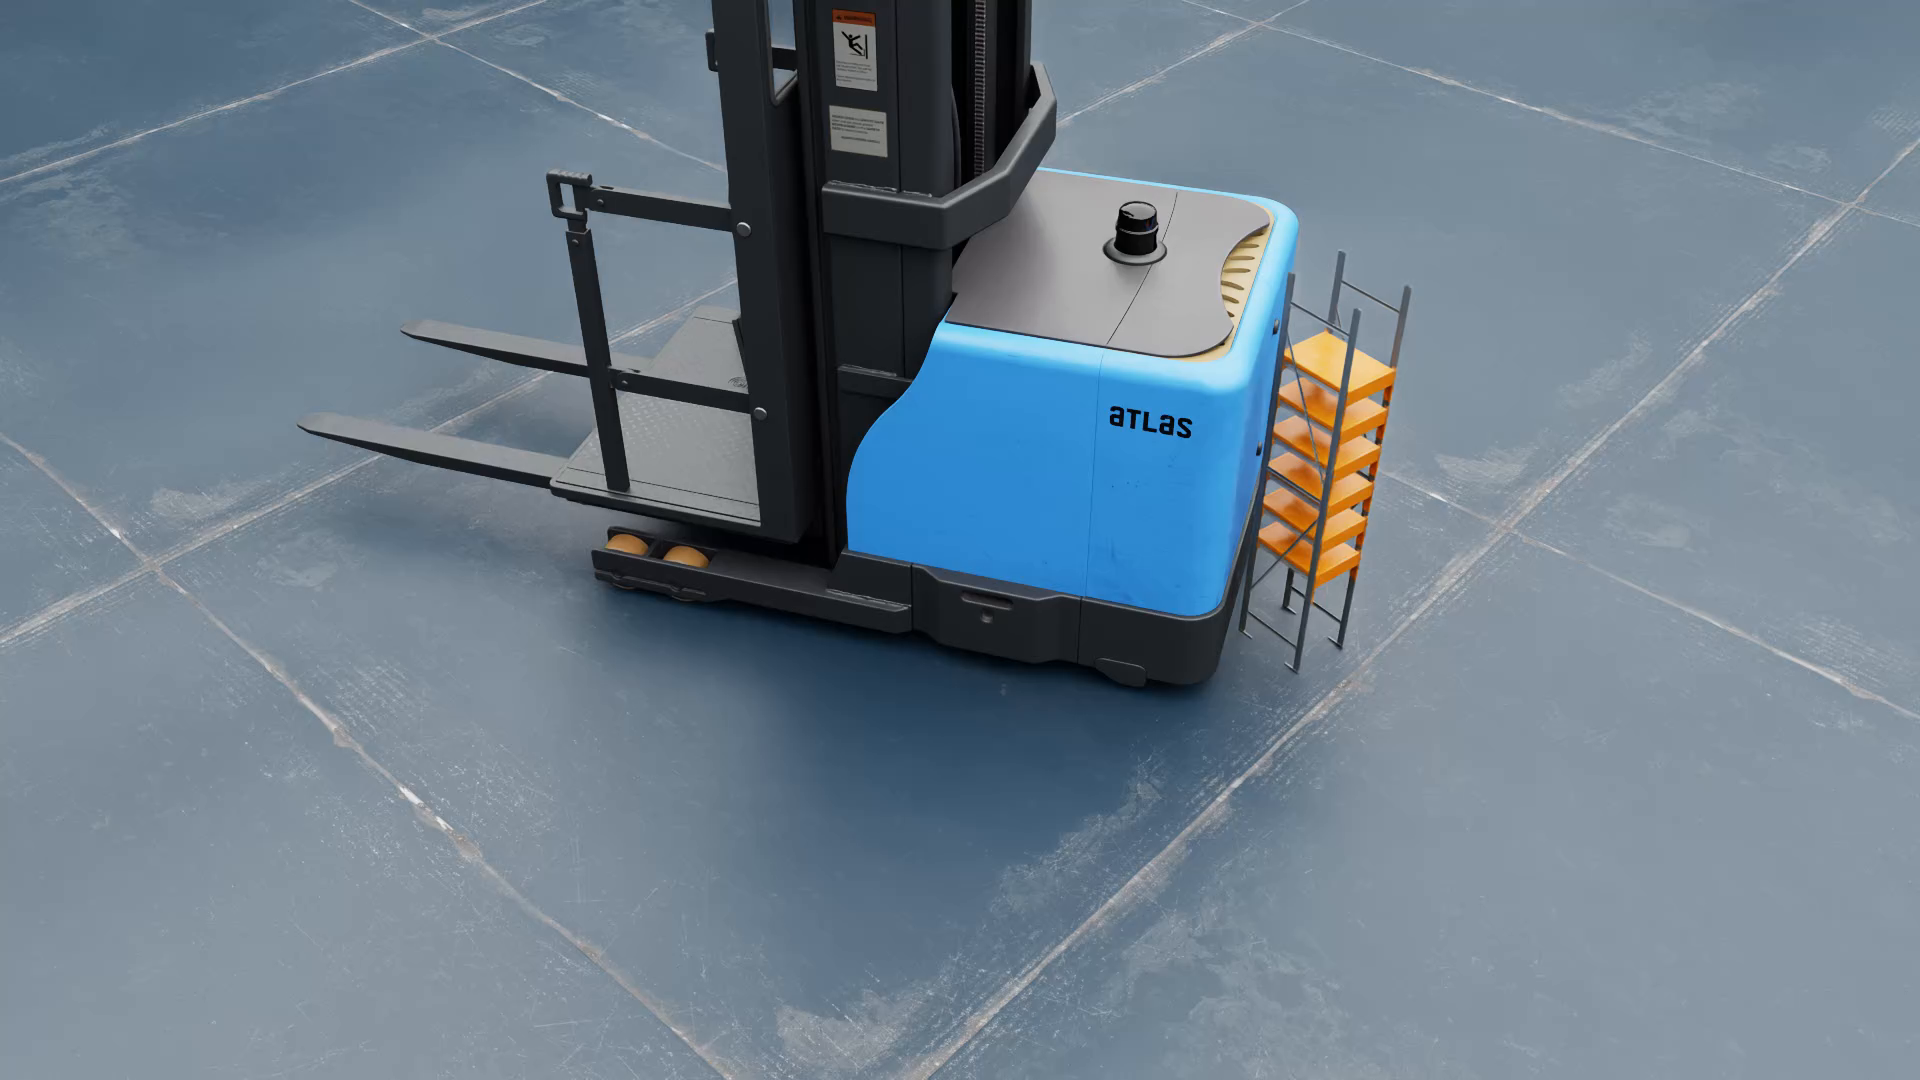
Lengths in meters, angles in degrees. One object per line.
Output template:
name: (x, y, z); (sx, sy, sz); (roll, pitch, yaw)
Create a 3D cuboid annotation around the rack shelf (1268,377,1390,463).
rack shelf: (0.970, -0.332, 4.390); (0.180, 0.103, 0.258); (-25, 45, -28)

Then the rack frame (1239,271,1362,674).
rack frame: (0.897, -0.145, 4.469); (0.006, 1.200, 0.240); (-25, 45, -28)

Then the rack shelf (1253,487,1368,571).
rack shelf: (0.971, -0.051, 4.614); (0.180, 0.103, 0.258); (-25, 45, -28)

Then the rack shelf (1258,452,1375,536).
rack shelf: (0.971, -0.145, 4.539); (0.180, 0.103, 0.258); (-25, 45, -28)

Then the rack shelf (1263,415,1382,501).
rack shelf: (0.970, -0.239, 4.465); (0.180, 0.103, 0.258); (-25, 45, -28)

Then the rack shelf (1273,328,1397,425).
rack shelf: (0.970, -0.426, 4.315); (0.180, 0.103, 0.258); (-25, 45, -28)

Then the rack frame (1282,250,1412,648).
rack frame: (1.044, -0.214, 4.554); (0.006, 1.200, 0.240); (-25, 45, -28)

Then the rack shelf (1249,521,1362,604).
rack shelf: (0.971, 0.043, 4.689); (0.180, 0.103, 0.258); (-25, 45, -28)

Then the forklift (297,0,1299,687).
forklift: (-0.597, -1.263, 4.484); (3.031, 2.935, 1.130); (11, 40, 13)

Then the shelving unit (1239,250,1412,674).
shelving unit: (0.971, -0.179, 4.512); (0.189, 1.200, 0.258); (-25, 45, -28)
